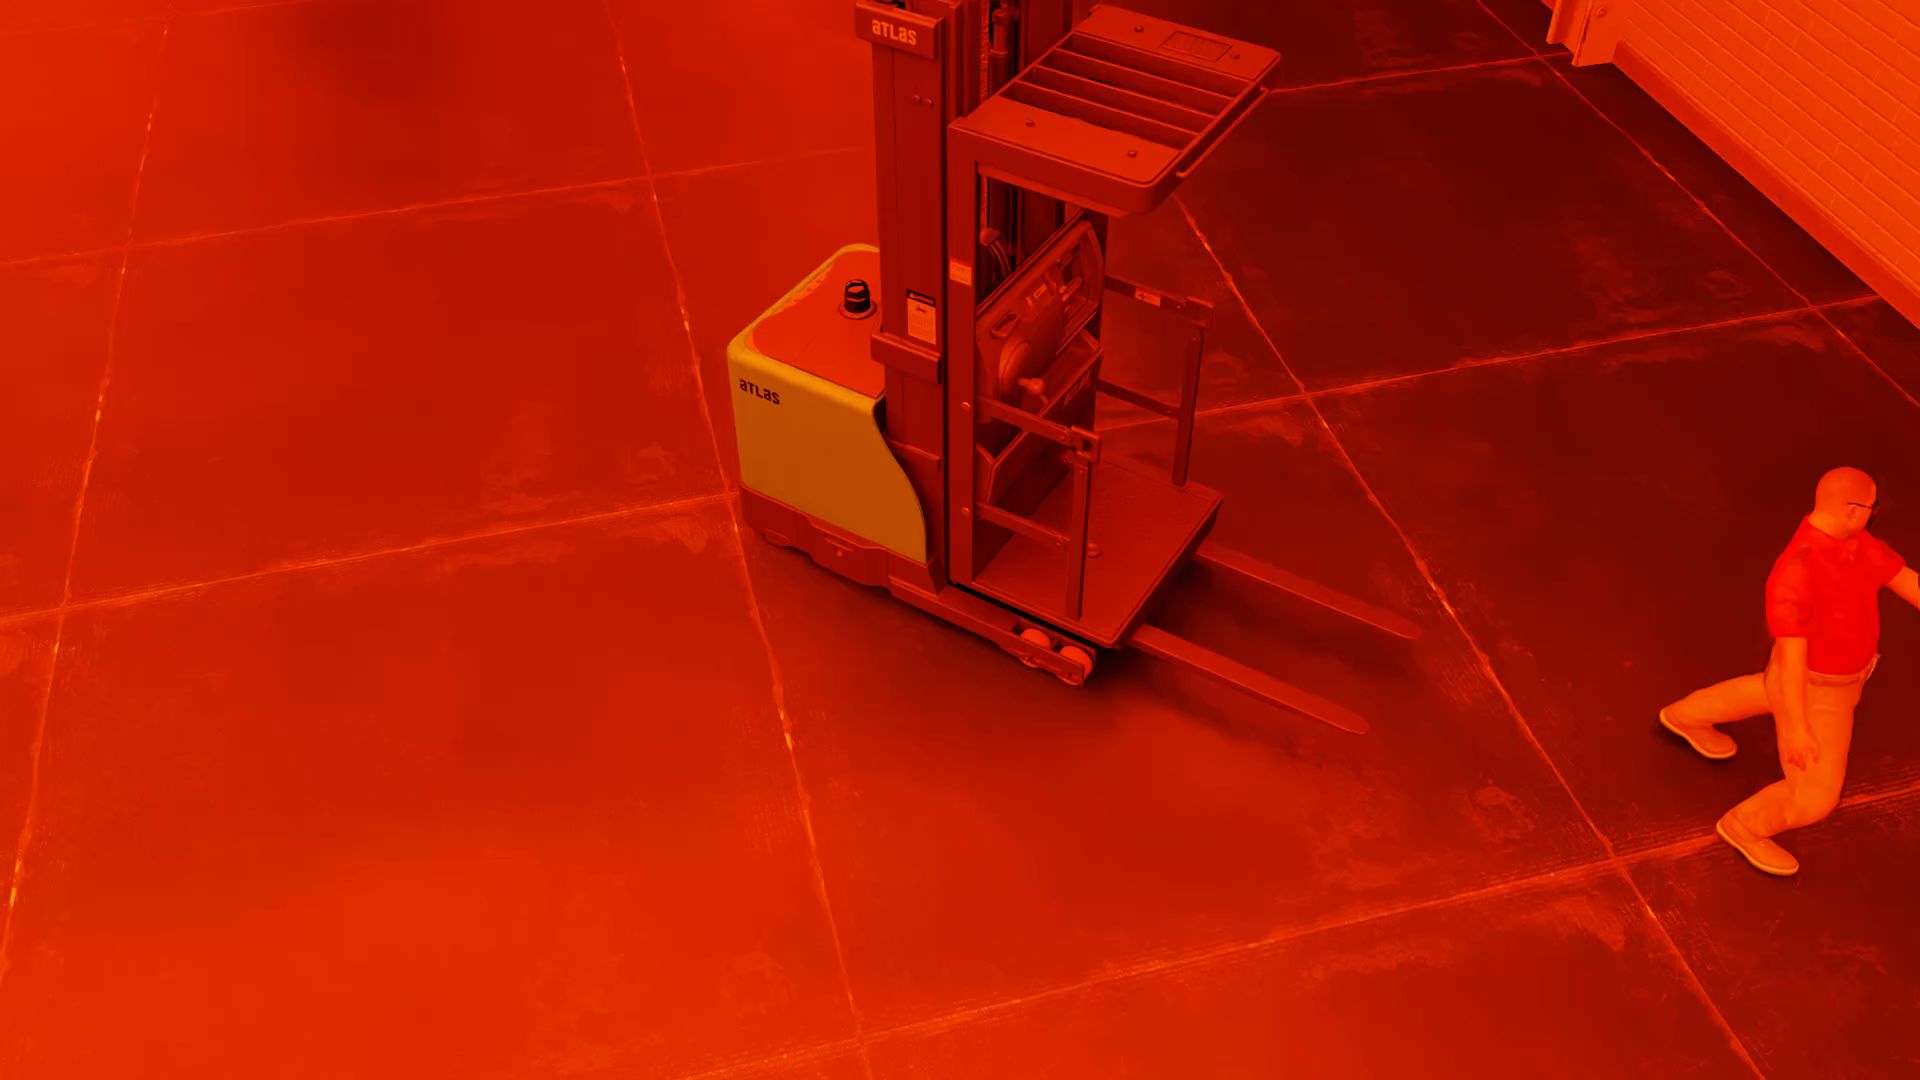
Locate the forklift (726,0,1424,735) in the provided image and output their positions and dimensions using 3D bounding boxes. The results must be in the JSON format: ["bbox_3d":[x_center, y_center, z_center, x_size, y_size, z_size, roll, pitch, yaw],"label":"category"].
[{"bbox_3d":[0.505,-0.867,6.562,3.031,2.935,1.130,23,48,22],"label":"forklift"}]

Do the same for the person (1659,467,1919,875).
[{"bbox_3d":[3.130,0.537,6.045,0.874,1.575,0.844,21,47,20],"label":"person"}]
